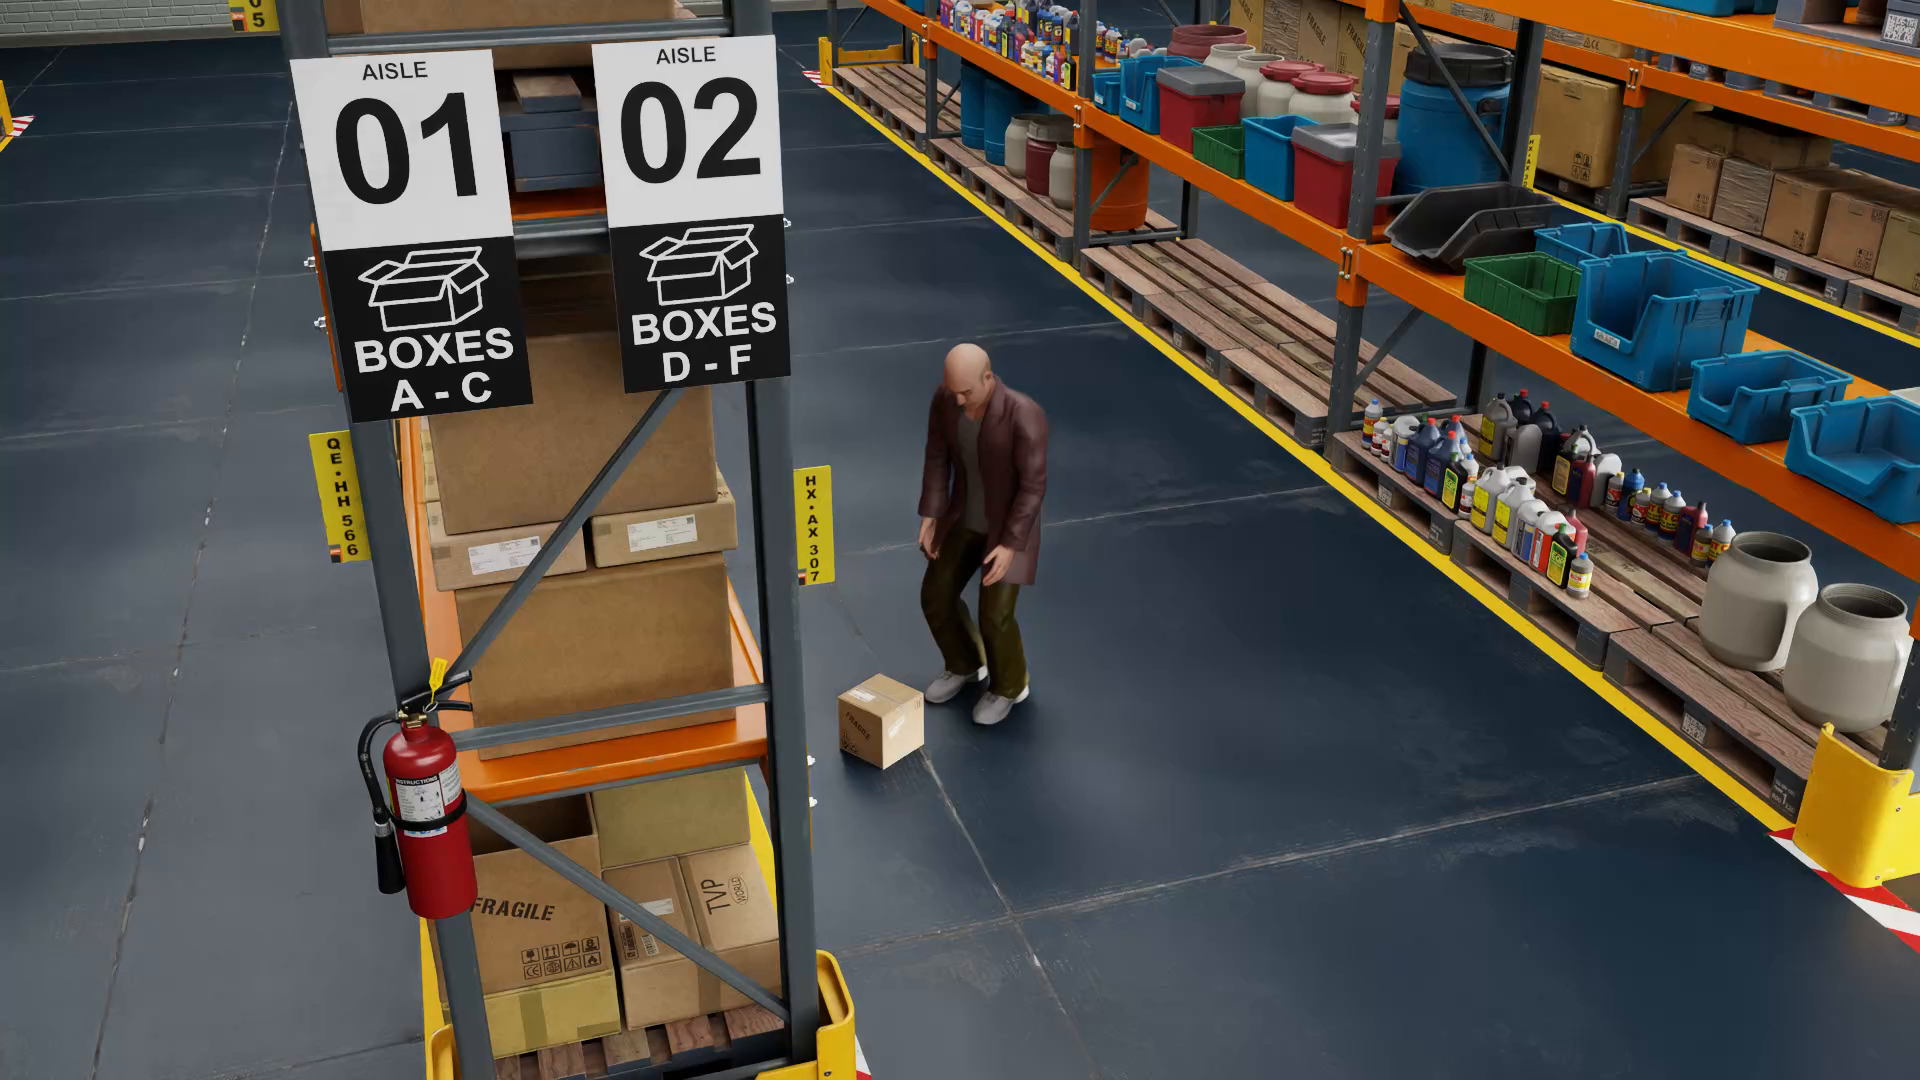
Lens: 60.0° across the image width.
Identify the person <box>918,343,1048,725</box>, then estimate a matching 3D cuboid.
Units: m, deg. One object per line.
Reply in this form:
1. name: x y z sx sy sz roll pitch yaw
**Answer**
1. person: 0.109 -0.051 6.869 0.607 1.672 0.502 21 33 36
